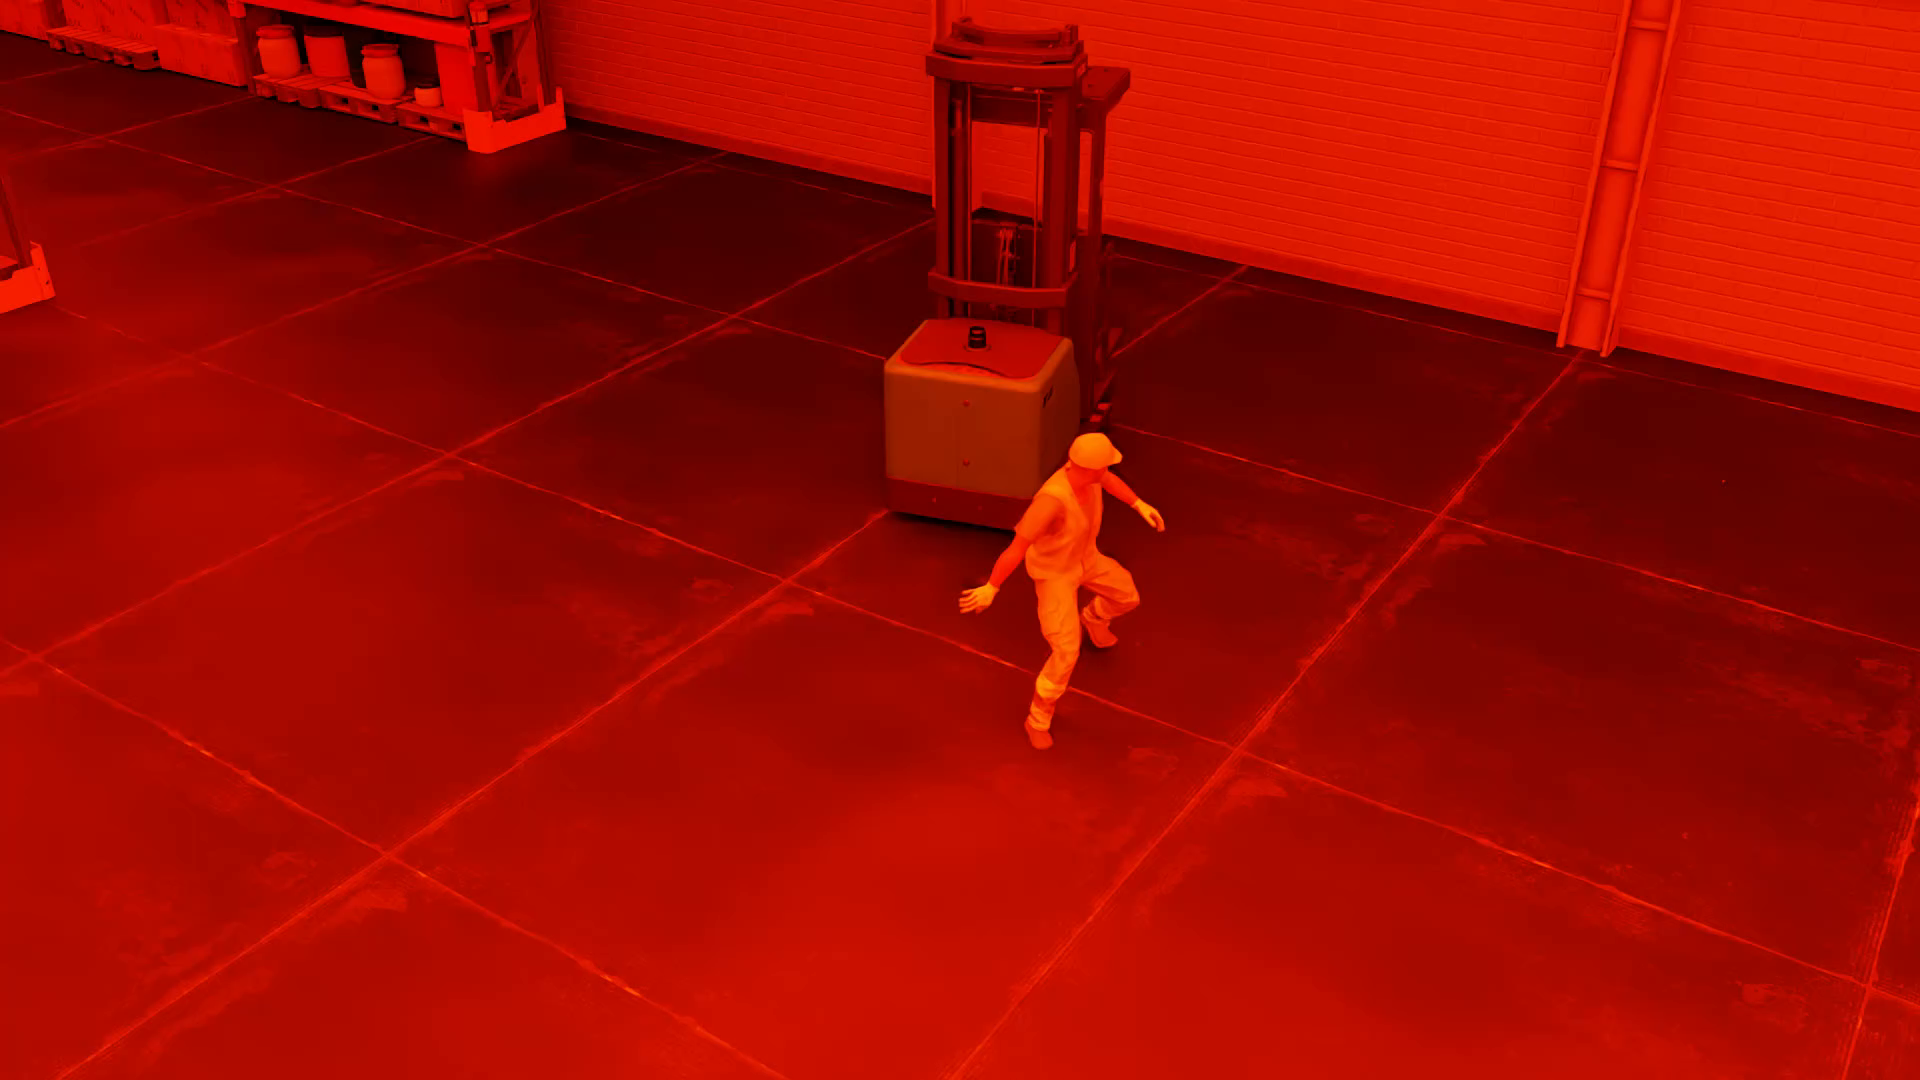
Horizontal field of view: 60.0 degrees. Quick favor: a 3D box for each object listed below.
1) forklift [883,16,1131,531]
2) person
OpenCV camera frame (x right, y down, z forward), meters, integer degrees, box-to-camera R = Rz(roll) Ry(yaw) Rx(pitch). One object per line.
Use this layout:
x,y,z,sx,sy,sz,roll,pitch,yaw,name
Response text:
0.461,-2.044,11.101,1.130,2.935,3.031,10,31,16,forklift
0.543,0.195,8.625,0.560,1.684,1.200,24,38,35,person
